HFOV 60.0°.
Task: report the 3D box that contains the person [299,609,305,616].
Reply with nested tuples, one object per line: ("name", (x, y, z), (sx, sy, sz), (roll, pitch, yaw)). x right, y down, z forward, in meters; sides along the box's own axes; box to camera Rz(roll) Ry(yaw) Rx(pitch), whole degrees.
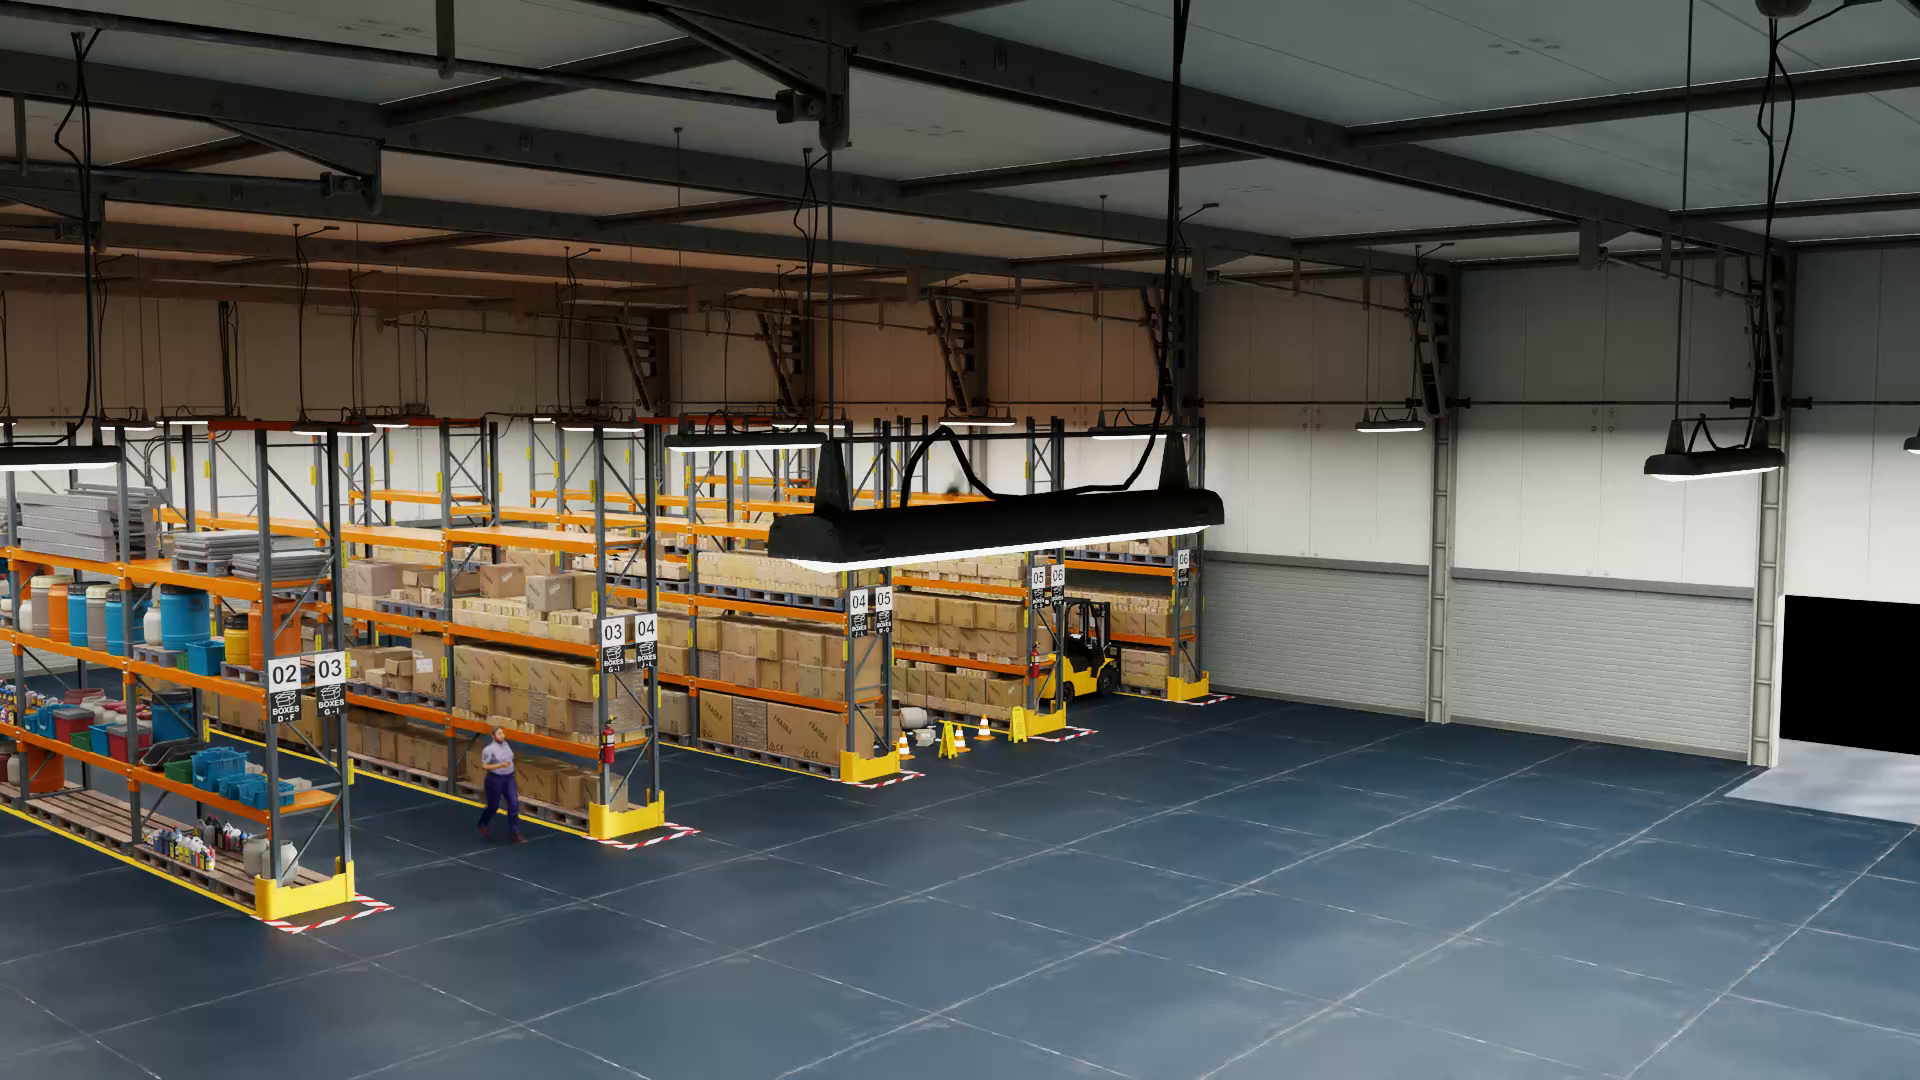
("person", (-15.069, 2.370, 37.818), (0.637, 1.617, 0.871), (1, 5, 12))

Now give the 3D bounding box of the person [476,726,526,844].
("person", (-6.620, 3.500, 23.928), (0.871, 1.660, 0.605), (4, 6, 37))
